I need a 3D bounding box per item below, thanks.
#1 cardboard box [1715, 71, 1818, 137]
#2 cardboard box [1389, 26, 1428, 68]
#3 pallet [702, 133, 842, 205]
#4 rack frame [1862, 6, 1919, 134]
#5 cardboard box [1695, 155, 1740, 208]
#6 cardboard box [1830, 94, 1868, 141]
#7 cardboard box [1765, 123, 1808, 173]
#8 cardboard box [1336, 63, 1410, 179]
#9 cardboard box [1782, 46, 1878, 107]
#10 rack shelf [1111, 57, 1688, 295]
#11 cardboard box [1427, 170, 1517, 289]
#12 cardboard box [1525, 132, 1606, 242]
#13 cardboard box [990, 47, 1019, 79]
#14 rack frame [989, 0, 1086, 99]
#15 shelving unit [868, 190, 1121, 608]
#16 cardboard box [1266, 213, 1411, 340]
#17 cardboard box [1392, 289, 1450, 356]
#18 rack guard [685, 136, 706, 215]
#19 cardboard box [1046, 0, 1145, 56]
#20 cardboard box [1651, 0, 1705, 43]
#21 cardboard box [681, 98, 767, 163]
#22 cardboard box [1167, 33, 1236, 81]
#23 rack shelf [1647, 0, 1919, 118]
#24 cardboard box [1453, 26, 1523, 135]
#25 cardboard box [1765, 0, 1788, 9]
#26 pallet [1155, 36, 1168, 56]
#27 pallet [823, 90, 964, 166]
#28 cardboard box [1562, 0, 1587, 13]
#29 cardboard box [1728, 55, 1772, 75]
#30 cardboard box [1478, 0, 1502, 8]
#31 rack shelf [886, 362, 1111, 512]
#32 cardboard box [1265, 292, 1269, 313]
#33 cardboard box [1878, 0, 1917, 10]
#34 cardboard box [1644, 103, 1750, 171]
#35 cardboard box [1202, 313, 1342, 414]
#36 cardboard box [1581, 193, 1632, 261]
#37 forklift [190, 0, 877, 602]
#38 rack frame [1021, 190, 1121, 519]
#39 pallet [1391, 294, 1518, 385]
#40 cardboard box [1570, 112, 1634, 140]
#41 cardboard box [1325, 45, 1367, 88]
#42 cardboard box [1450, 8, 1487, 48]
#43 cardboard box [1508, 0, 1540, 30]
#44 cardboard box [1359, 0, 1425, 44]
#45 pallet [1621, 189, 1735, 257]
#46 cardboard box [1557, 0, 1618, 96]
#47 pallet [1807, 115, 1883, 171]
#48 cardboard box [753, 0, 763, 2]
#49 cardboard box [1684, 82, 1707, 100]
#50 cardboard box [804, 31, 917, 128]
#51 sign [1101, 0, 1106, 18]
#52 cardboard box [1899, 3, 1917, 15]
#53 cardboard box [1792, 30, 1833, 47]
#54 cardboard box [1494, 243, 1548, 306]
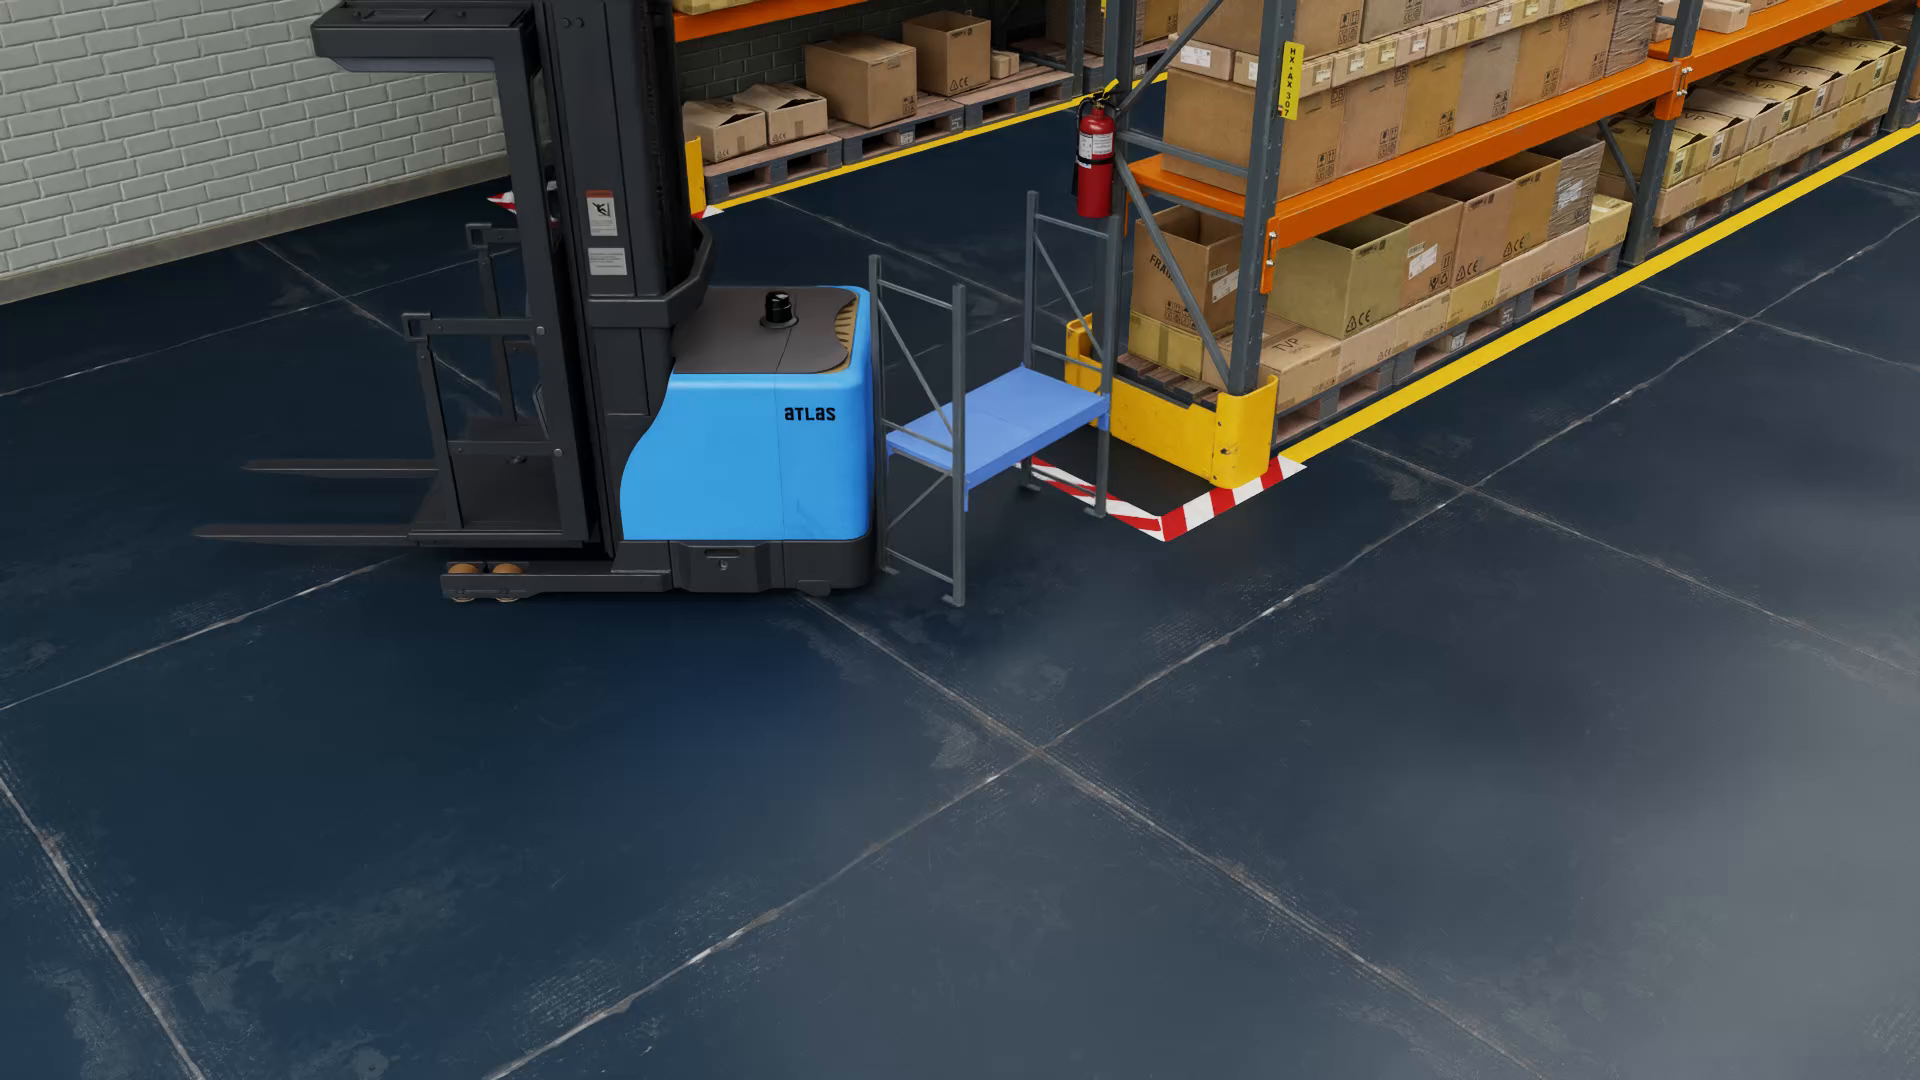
[{"bbox_3d":[5.598,-3.069,11.590,0.500,0.311,0.500,-25,39,-34],"label":"cardboard box"},{"bbox_3d":[2.062,-2.455,8.173,0.250,0.149,0.380,-27,40,-36],"label":"cardboard box"},{"bbox_3d":[-1.630,-2.814,12.149,1.213,0.211,1.003,-26,40,-35],"label":"pallet"},{"bbox_3d":[6.932,-4.646,12.472,0.127,3.000,1.000,-26,40,-35],"label":"rack frame"},{"bbox_3d":[4.839,-2.462,11.134,0.500,0.250,0.500,-25,39,-34],"label":"cardboard box"},{"bbox_3d":[6.336,-3.188,12.321,0.500,0.250,0.500,-26,40,-36],"label":"cardboard box"},{"bbox_3d":[5.590,-2.827,11.731,0.500,0.250,0.500,-25,39,-35],"label":"cardboard box"},{"bbox_3d":[1.798,-2.199,8.376,0.500,0.500,0.700,-25,39,-34],"label":"cardboard box"},{"bbox_3d":[6.339,-3.424,12.170,0.500,0.311,0.500,-27,40,-36],"label":"cardboard box"},{"bbox_3d":[2.532,-2.210,9.179,4.000,0.370,1.077,-26,40,-35],"label":"rack shelf"},{"bbox_3d":[2.712,-1.770,9.284,0.500,0.500,0.500,-26,40,-35],"label":"cardboard box"},{"bbox_3d":[3.433,-2.132,9.875,0.500,0.500,0.500,-26,40,-35],"label":"cardboard box"},{"bbox_3d":[0.256,-3.898,13.544,0.380,0.166,0.250,23,38,33],"label":"cardboard box"},{"bbox_3d":[0.628,-5.120,13.248,0.127,3.000,1.000,-26,40,-35],"label":"rack frame"},{"bbox_3d":[0.161,-0.634,7.349,0.538,1.500,1.048,25,39,34],"label":"shelving unit"},{"bbox_3d":[1.975,-1.417,8.707,0.500,0.500,0.500,-26,40,-35],"label":"cardboard box"},{"bbox_3d":[2.341,-1.275,9.193,0.500,0.250,0.500,-26,40,-35],"label":"cardboard box"},{"bbox_3d":[-2.250,-2.662,11.624,0.348,0.500,1.175,-26,40,-35],"label":"rack guard"},{"bbox_3d":[1.156,-4.509,14.223,0.500,0.500,0.700,-24,39,-34],"label":"cardboard box"},{"bbox_3d":[4.330,-3.354,10.504,0.500,0.250,0.500,-23,38,-33],"label":"cardboard box"},{"bbox_3d":[-1.737,-2.953,11.860,0.500,0.311,0.500,24,39,34],"label":"cardboard box"},{"bbox_3d":[1.216,-2.336,7.977,0.250,0.149,0.380,-27,40,-36],"label":"cardboard box"},{"bbox_3d":[5.465,-3.629,11.499,4.000,0.370,1.077,-26,40,-35],"label":"rack shelf"},{"bbox_3d":[2.550,-2.561,8.968,0.500,0.500,0.700,-24,39,-34],"label":"cardboard box"},{"bbox_3d":[5.327,-3.900,11.157,0.500,0.500,0.500,-26,40,-35],"label":"cardboard box"},{"bbox_3d":[2.093,-4.642,15.140,1.213,0.211,1.003,-26,40,-35],"label":"pallet"},{"bbox_3d":[-0.735,-3.244,12.853,1.213,0.211,1.003,-26,40,-35],"label":"pallet"},{"bbox_3d":[3.198,-3.008,9.075,0.250,0.149,0.380,-26,40,-36],"label":"cardboard box"},{"bbox_3d":[5.593,-3.448,12.209,0.500,0.311,0.500,-27,41,-37],"label":"cardboard box"},{"bbox_3d":[2.574,-3.129,8.652,0.500,0.500,0.700,-26,40,-35],"label":"cardboard box"},{"bbox_3d":[0.161,-0.480,7.443,0.538,0.185,1.000,25,39,34],"label":"rack shelf"},{"bbox_3d":[1.616,-1.299,9.233,0.500,0.250,0.500,-26,40,-35],"label":"cardboard box"},{"bbox_3d":[7.496,-4.530,13.538,0.500,0.250,0.500,-24,39,-34],"label":"cardboard box"},{"bbox_3d":[4.842,-2.699,10.984,0.500,0.311,0.500,-26,40,-36],"label":"cardboard box"},{"bbox_3d":[1.610,-0.919,8.611,0.500,0.250,0.500,-26,40,-35],"label":"cardboard box"},{"bbox_3d":[3.807,-1.985,10.354,0.500,0.250,0.500,-26,40,-35],"label":"cardboard box"},{"bbox_3d":[-1.897,-1.254,6.991,3.031,2.935,1.130,0,31,0],"label":"forklift"},{"bbox_3d":[0.497,-0.833,7.675,0.500,1.500,0.032,25,39,34],"label":"rack frame"},{"bbox_3d":[2.492,-1.336,9.733,1.213,0.211,1.003,-26,40,-35],"label":"pallet"},{"bbox_3d":[4.101,-2.725,11.027,0.500,0.311,0.500,-26,40,-35],"label":"cardboard box"},{"bbox_3d":[1.692,-2.279,7.884,0.250,0.149,0.380,-27,41,-37],"label":"cardboard box"},{"bbox_3d":[2.443,-2.642,8.477,0.250,0.149,0.380,-26,40,-36],"label":"cardboard box"},{"bbox_3d":[2.820,-2.823,8.773,0.250,0.149,0.380,-24,39,-34],"label":"cardboard box"},{"bbox_3d":[1.837,-2.772,8.069,0.500,0.500,0.700,-27,41,-37],"label":"cardboard box"},{"bbox_3d":[4.512,-2.313,11.331,1.213,0.211,1.003,-26,40,-35],"label":"pallet"},{"bbox_3d":[3.295,-2.920,9.554,0.500,0.500,0.700,-26,40,-36],"label":"cardboard box"},{"bbox_3d":[6.302,-3.179,12.746,1.213,0.211,1.003,-26,40,-35],"label":"pallet"},{"bbox_3d":[-1.360,-3.887,11.357,0.500,0.250,0.500,-27,41,-37],"label":"cardboard box"},{"bbox_3d":[4.846,-3.088,11.621,0.500,0.311,0.500,-26,40,-36],"label":"cardboard box"},{"bbox_3d":[-0.747,-3.477,12.535,0.700,0.500,0.500,26,40,36],"label":"cardboard box"},{"bbox_3d":[0.707,-2.615,7.815,0.005,0.325,0.100,-26,40,-35],"label":"sign"},{"bbox_3d":[7.840,-4.007,13.402,0.500,0.500,0.500,-27,41,-37],"label":"cardboard box"},{"bbox_3d":[6.348,-3.817,12.813,0.500,0.311,0.500,-24,39,-34],"label":"cardboard box"},{"bbox_3d":[3.077,-1.628,9.771,0.500,0.250,0.500,-26,40,-35],"label":"cardboard box"}]
